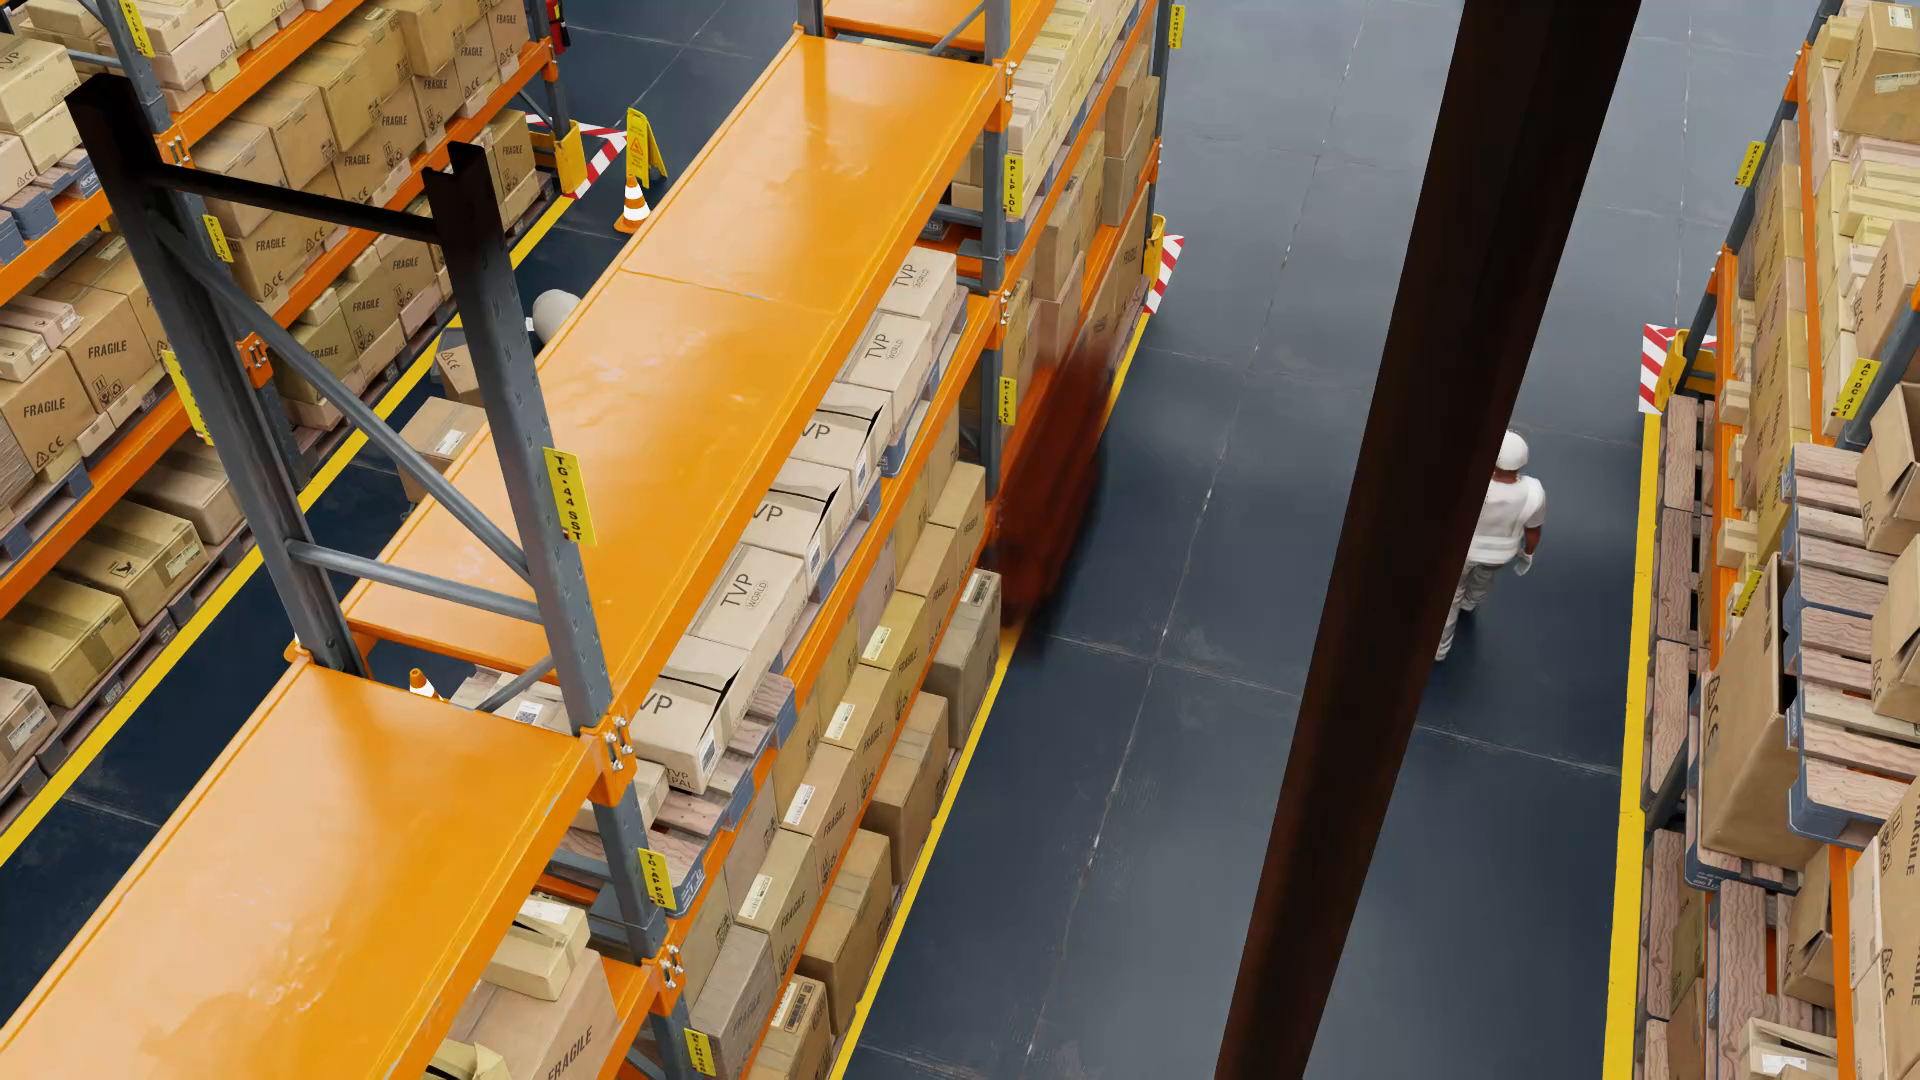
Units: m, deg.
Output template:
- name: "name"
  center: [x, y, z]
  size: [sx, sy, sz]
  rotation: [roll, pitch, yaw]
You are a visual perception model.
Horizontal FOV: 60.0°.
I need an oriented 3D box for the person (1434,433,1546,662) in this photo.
- name: "person"
  center: [3.119, -0.089, 9.994]
  size: [0.589, 1.788, 0.737]
  rotation: [6, 46, 5]
